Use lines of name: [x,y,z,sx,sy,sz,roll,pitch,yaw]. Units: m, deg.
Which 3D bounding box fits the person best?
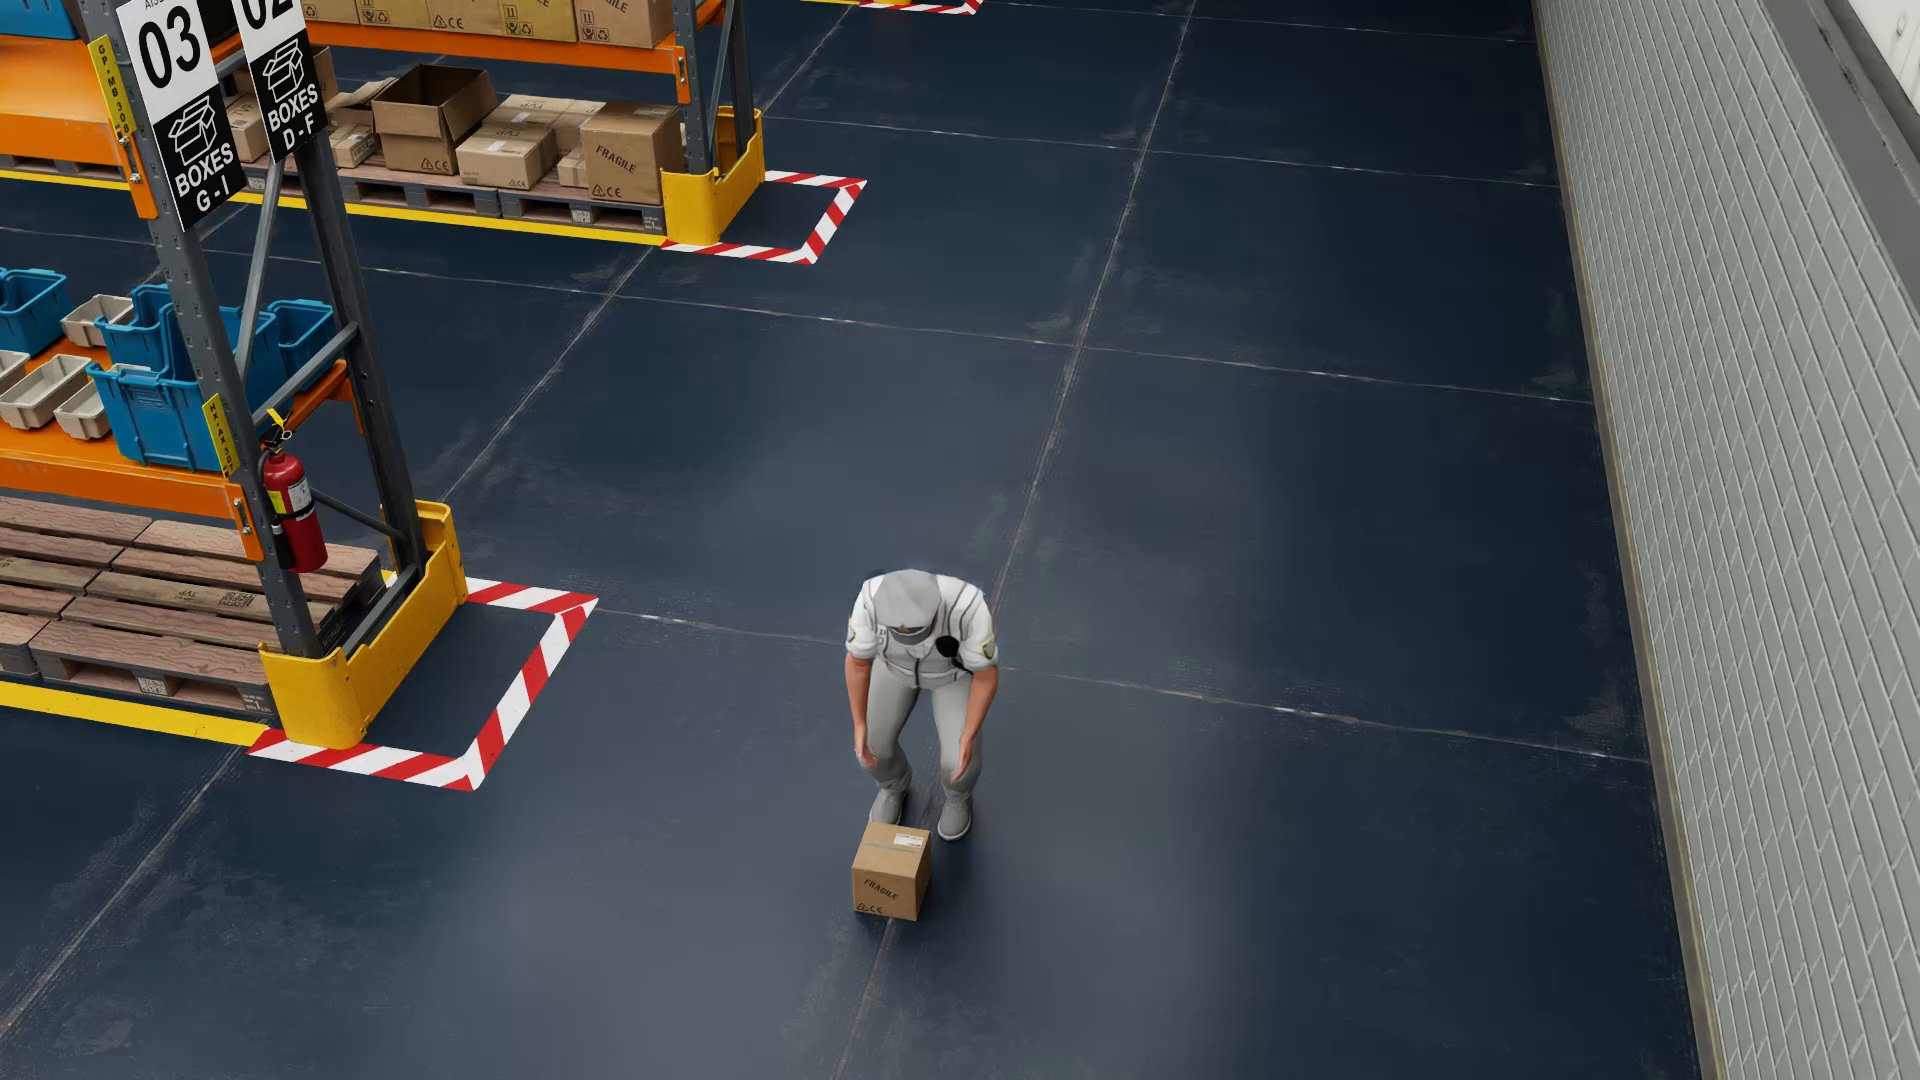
person: [-0.126,0.579,6.445,0.590,1.439,0.792,8,37,10]
